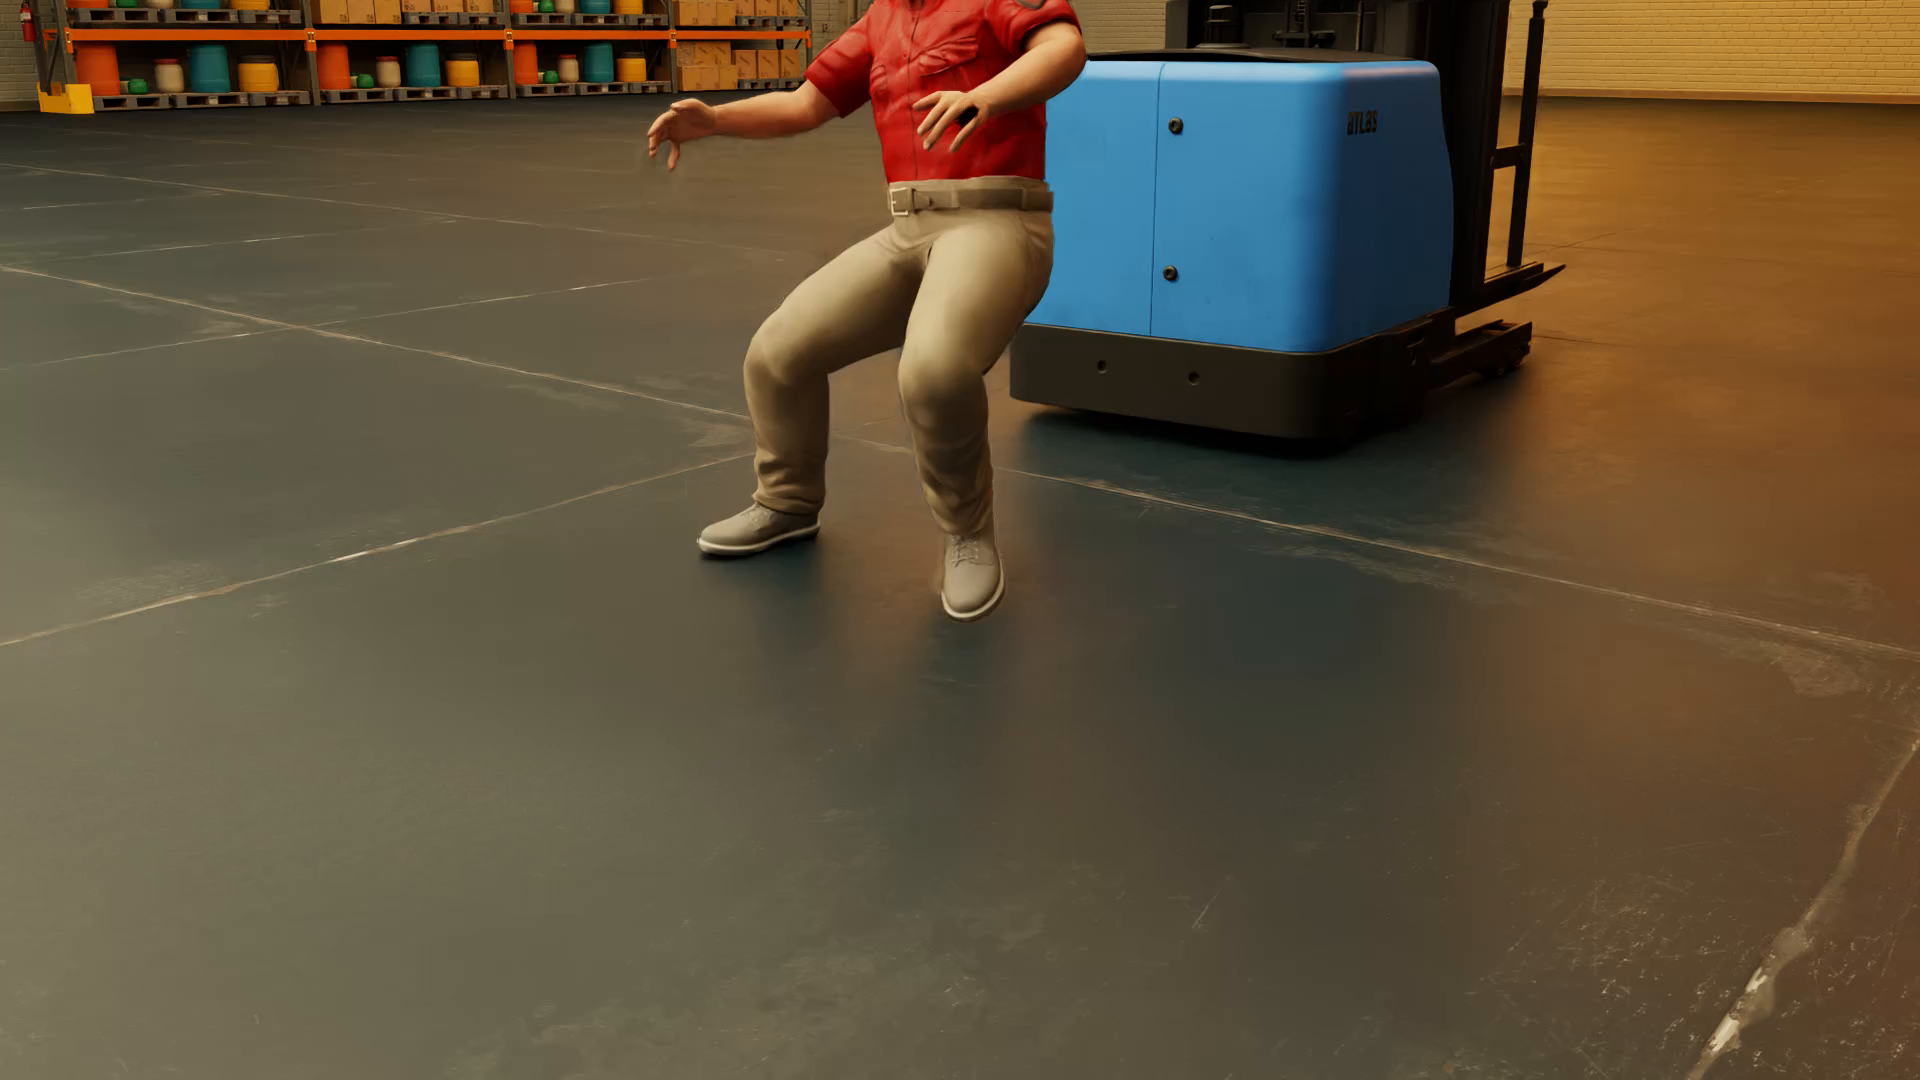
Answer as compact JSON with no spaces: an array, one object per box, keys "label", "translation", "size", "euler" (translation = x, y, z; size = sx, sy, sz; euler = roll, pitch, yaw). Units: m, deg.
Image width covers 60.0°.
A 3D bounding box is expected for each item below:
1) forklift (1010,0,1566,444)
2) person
[{"label":"forklift","translation":[1.409,-2.048,5.644],"size":[1.130,2.935,3.031],"euler":[11,20,33]},{"label":"person","translation":[-0.174,-0.636,3.398],"size":[0.746,1.527,0.959],"euler":[-13,21,-36]}]
